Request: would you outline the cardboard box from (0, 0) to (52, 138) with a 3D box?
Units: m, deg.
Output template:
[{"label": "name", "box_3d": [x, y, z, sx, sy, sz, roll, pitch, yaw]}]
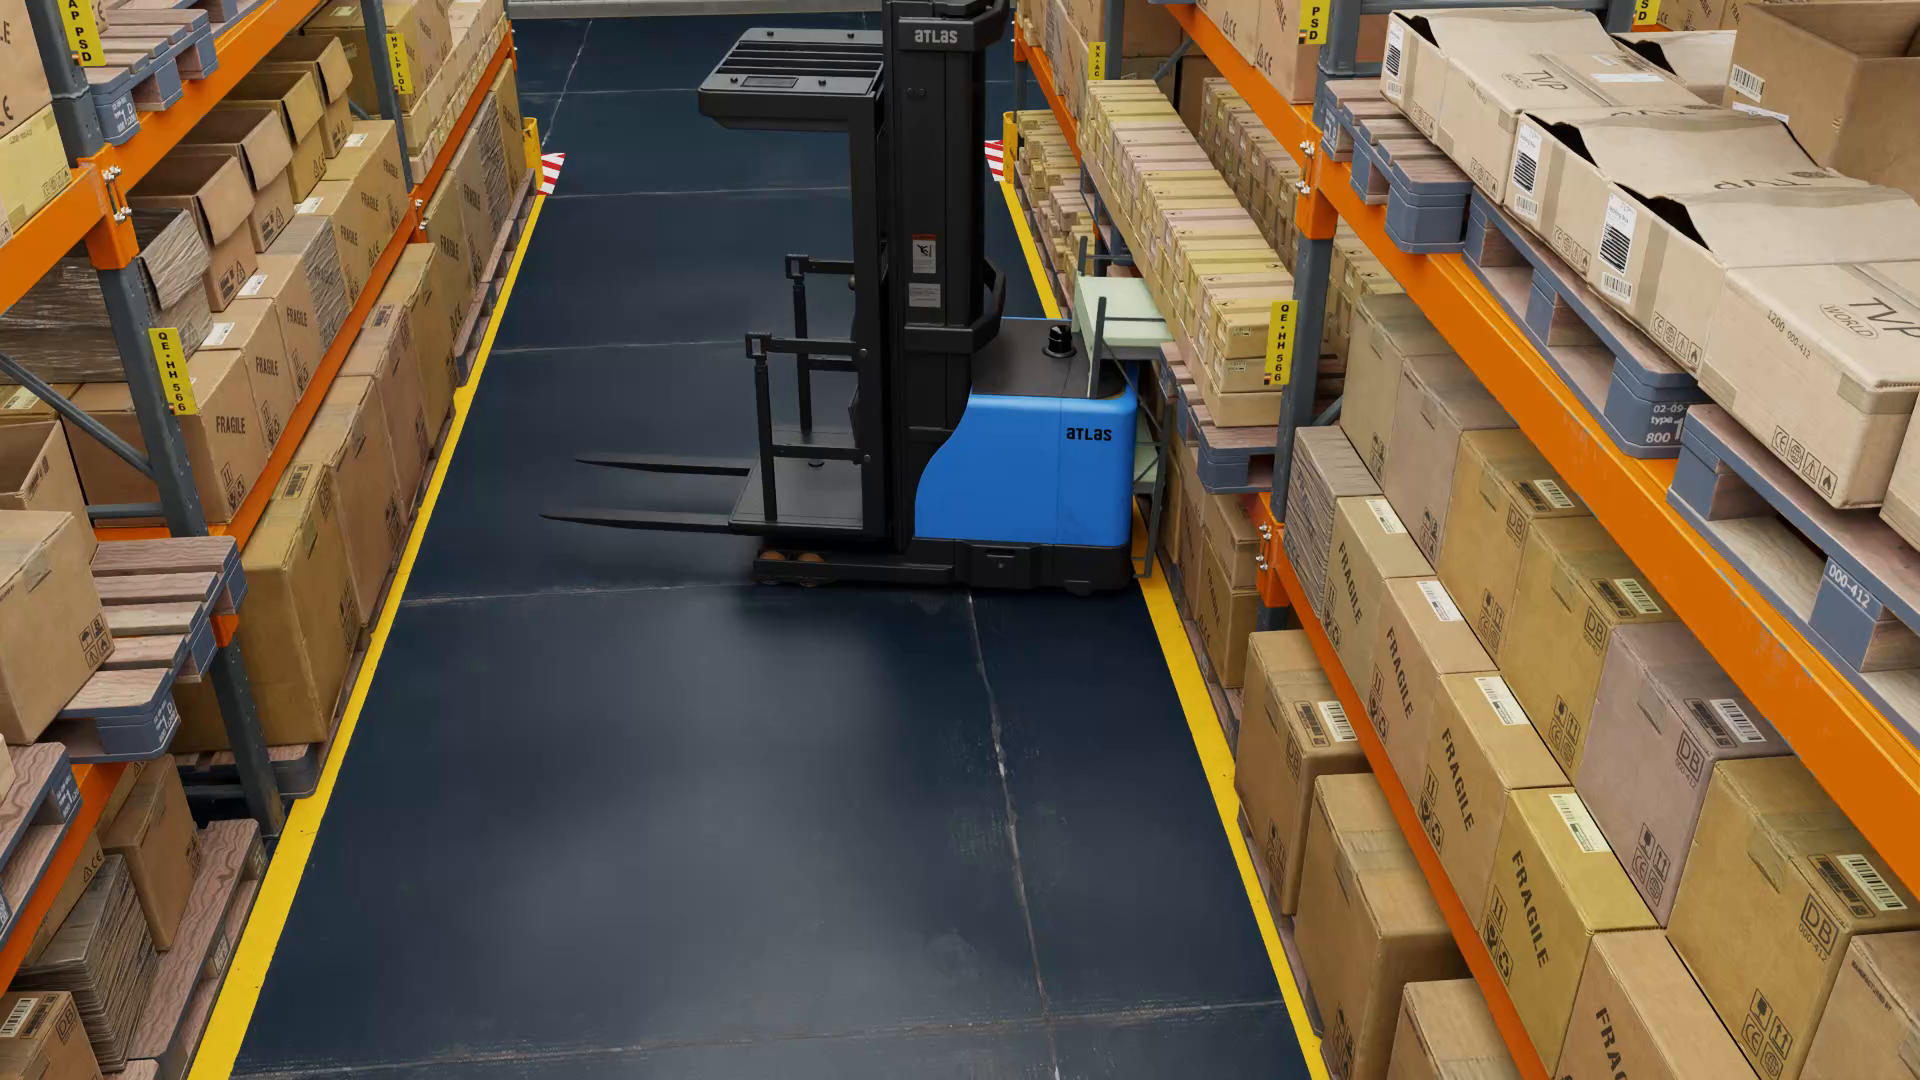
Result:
[{"label": "cardboard box", "box_3d": [-2.965, -1.400, 4.658, 0.500, 0.500, 0.500, -2, 31, -3]}]

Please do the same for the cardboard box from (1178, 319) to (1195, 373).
[{"label": "cardboard box", "box_3d": [1.140, -0.832, 7.054, 0.380, 0.149, 0.250, -2, 31, -4]}]

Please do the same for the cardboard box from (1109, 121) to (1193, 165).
[{"label": "cardboard box", "box_3d": [0.969, -2.018, 8.459, 0.380, 0.149, 0.250, -3, 31, -5]}]

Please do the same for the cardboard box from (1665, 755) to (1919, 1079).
[{"label": "cardboard box", "box_3d": [1.961, 0.782, 3.442, 0.700, 0.500, 0.500, -3, 31, -5]}]

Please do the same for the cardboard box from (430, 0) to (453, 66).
[{"label": "cardboard box", "box_3d": [-3.514, -3.287, 10.453, 0.500, 0.500, 0.500, -4, 31, -6]}]

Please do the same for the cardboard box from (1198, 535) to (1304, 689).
[{"label": "cardboard box", "box_3d": [1.368, 0.297, 7.355, 0.500, 0.500, 0.500, -3, 31, -5]}]

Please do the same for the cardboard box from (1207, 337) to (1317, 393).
[{"label": "cardboard box", "box_3d": [1.190, -0.702, 6.546, 0.380, 0.149, 0.250, -2, 31, -4]}]

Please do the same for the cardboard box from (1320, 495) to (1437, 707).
[{"label": "cardboard box", "box_3d": [1.513, 0.187, 5.415, 0.500, 0.500, 0.500, -3, 31, -5]}]

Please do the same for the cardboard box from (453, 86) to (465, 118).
[{"label": "cardboard box", "box_3d": [-3.450, -2.849, 10.839, 0.380, 0.149, 0.250, -2, 31, -4]}]

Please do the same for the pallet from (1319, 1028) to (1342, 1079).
[{"label": "pallet", "box_3d": [1.799, 1.953, 5.275, 1.003, 0.211, 1.213, -3, 31, -5]}]

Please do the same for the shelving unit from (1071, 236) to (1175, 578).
[{"label": "shelving unit", "box_3d": [0.771, -0.649, 8.213, 0.431, 1.500, 0.755, 1, 32, -4]}]

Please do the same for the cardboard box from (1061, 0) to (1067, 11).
[{"label": "cardboard box", "box_3d": [0.915, -3.667, 10.601, 0.500, 0.500, 0.500, -2, 31, -3]}]

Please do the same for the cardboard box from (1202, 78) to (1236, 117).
[{"label": "cardboard box", "box_3d": [1.548, -2.446, 9.176, 0.380, 0.149, 0.250, -1, 31, -2]}]

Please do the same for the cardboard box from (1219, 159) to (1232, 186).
[{"label": "cardboard box", "box_3d": [1.596, -1.933, 8.897, 0.380, 0.149, 0.250, -3, 31, -5]}]

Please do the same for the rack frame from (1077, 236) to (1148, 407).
[{"label": "rack frame", "box_3d": [0.752, -0.843, 8.523, 0.400, 1.500, 0.023, 1, 32, -4]}]

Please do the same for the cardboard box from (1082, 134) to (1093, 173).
[{"label": "cardboard box", "box_3d": [0.895, -2.163, 9.282, 0.380, 0.149, 0.250, -4, 31, -7]}]

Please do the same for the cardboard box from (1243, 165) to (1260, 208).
[{"label": "cardboard box", "box_3d": [1.649, -1.787, 8.362, 0.380, 0.149, 0.250, -4, 31, -7]}]

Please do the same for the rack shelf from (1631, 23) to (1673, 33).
[{"label": "rack shelf", "box_3d": [6.048, -3.315, 12.077, 1.077, 0.370, 4.000, -3, 31, -5]}]

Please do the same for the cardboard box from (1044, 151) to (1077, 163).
[{"label": "cardboard box", "box_3d": [0.816, -2.750, 12.219, 0.380, 0.149, 0.250, -2, 31, -3]}]

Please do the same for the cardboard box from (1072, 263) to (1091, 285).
[{"label": "cardboard box", "box_3d": [0.932, -1.681, 10.720, 0.380, 0.149, 0.250, -4, 31, -7]}]

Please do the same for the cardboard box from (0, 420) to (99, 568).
[{"label": "cardboard box", "box_3d": [-3.168, -0.035, 5.377, 0.500, 0.500, 0.500, -6, 31, -11]}]

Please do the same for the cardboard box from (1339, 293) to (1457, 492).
[{"label": "cardboard box", "box_3d": [1.722, -0.514, 5.614, 0.700, 0.500, 0.500, -3, 31, -5]}]

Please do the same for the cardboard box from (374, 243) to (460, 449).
[{"label": "cardboard box", "box_3d": [-3.552, -1.070, 9.279, 1.225, 0.875, 0.875, -3, 31, -4]}]

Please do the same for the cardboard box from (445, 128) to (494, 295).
[{"label": "cardboard box", "box_3d": [-3.698, -2.196, 11.165, 0.875, 0.875, 0.875, -3, 31, -5]}]

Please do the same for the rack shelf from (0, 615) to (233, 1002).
[{"label": "rack shelf", "box_3d": [-3.071, 1.244, 4.444, 1.077, 0.370, 4.000, -3, 31, -5]}]

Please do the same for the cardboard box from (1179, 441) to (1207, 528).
[{"label": "cardboard box", "box_3d": [1.307, -0.295, 7.615, 0.500, 0.250, 0.500, -2, 31, -4]}]

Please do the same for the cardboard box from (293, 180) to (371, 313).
[{"label": "cardboard box", "box_3d": [-3.221, -1.426, 8.115, 0.500, 0.500, 0.500, -3, 31, -5]}]

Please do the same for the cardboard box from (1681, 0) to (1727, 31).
[{"label": "cardboard box", "box_3d": [5.725, -3.912, 12.276, 0.500, 0.500, 0.500, -3, 31, -5]}]

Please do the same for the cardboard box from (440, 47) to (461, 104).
[{"label": "cardboard box", "box_3d": [-3.510, -2.962, 10.640, 0.500, 0.250, 0.500, -2, 31, -3]}]

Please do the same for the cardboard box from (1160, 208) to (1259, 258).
[{"label": "cardboard box", "box_3d": [1.096, -1.350, 7.340, 0.380, 0.149, 0.250, -3, 31, -5]}]

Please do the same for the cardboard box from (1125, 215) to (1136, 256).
[{"label": "cardboard box", "box_3d": [1.022, -1.497, 8.167, 0.380, 0.149, 0.250, -3, 31, -5]}]

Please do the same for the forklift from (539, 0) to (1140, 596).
[{"label": "forklift", "box_3d": [-0.622, -1.290, 8.051, 3.031, 2.935, 1.130, 3, 31, 5]}]

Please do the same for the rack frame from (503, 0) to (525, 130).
[{"label": "rack frame", "box_3d": [-4.006, -4.170, 12.807, 1.000, 3.000, 0.127, -3, 31, -5]}]

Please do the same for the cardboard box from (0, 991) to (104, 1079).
[{"label": "cardboard box", "box_3d": [-3.051, 1.711, 4.969, 0.700, 0.500, 0.500, 0, 31, 0]}]

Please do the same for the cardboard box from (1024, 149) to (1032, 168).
[{"label": "cardboard box", "box_3d": [0.705, -3.018, 12.958, 0.380, 0.149, 0.250, -3, 31, -5]}]

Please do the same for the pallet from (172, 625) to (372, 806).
[{"label": "pallet", "box_3d": [-3.257, 0.705, 7.364, 1.003, 0.211, 1.213, -3, 31, -5]}]

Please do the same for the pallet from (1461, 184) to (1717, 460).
[{"label": "pallet", "box_3d": [1.910, -0.582, 4.058, 1.003, 0.211, 1.213, -1, 31, -2]}]

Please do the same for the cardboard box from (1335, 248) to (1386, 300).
[{"label": "cardboard box", "box_3d": [1.793, -1.107, 6.934, 0.380, 0.149, 0.250, -3, 31, -5]}]

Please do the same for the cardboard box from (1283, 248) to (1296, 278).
[{"label": "cardboard box", "box_3d": [1.723, -1.259, 7.769, 0.380, 0.149, 0.250, -2, 31, -4]}]

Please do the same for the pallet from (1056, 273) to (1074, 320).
[{"label": "pallet", "box_3d": [1.218, -1.458, 10.985, 1.003, 0.211, 1.213, -3, 31, -5]}]

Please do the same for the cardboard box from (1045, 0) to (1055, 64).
[{"label": "cardboard box", "box_3d": [0.871, -3.502, 11.300, 0.500, 0.500, 0.500, -4, 31, -6]}]

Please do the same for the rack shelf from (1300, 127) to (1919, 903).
[{"label": "rack shelf", "box_3d": [1.876, -0.230, 3.986, 1.077, 0.370, 4.000, -3, 31, -5]}]

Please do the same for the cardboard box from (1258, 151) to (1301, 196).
[{"label": "cardboard box", "box_3d": [1.669, -1.781, 8.062, 0.380, 0.149, 0.250, -4, 31, -7]}]

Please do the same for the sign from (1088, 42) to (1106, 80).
[{"label": "sign", "box_3d": [0.776, -2.656, 9.427, 0.100, 0.325, 0.005, -3, 31, -5]}]

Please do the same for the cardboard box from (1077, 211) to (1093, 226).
[{"label": "cardboard box", "box_3d": [0.983, -2.087, 11.109, 0.380, 0.149, 0.250, -2, 31, -3]}]

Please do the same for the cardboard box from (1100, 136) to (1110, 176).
[{"label": "cardboard box", "box_3d": [0.945, -2.027, 8.764, 0.380, 0.149, 0.250, -2, 31, -3]}]

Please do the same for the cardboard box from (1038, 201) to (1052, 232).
[{"label": "cardboard box", "box_3d": [0.778, -2.381, 12.181, 0.380, 0.149, 0.250, -4, 31, -7]}]

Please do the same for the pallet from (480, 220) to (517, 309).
[{"label": "pallet", "box_3d": [-3.742, -1.947, 11.804, 1.003, 0.211, 1.213, -3, 31, -5]}]

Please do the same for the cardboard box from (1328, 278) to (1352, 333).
[{"label": "cardboard box", "box_3d": [1.789, -1.003, 7.049, 0.380, 0.149, 0.250, -4, 31, -6]}]

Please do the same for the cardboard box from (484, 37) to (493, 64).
[{"label": "cardboard box", "box_3d": [-3.574, -3.507, 11.942, 0.380, 0.149, 0.250, -2, 31, -4]}]

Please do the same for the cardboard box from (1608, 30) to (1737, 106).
[{"label": "cardboard box", "box_3d": [2.086, -1.225, 4.531, 0.500, 0.311, 0.500, -3, 31, -5]}]

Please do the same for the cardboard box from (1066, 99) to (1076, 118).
[{"label": "cardboard box", "box_3d": [0.903, -2.877, 10.886, 0.380, 0.149, 0.250, -4, 31, -7]}]

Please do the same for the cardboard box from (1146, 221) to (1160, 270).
[{"label": "cardboard box", "box_3d": [1.067, -1.361, 7.649, 0.380, 0.149, 0.250, -2, 31, -3]}]

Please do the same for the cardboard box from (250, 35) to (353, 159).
[{"label": "cardboard box", "box_3d": [-3.564, -2.276, 8.559, 0.797, 0.503, 0.637, -4, 31, -6]}]

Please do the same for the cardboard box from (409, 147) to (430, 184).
[{"label": "cardboard box", "box_3d": [-3.328, -2.187, 9.732, 0.380, 0.149, 0.250, -3, 31, -4]}]

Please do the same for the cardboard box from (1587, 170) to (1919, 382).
[{"label": "cardboard box", "box_3d": [1.681, -0.587, 3.462, 0.500, 0.311, 0.500, -4, 31, -6]}]
